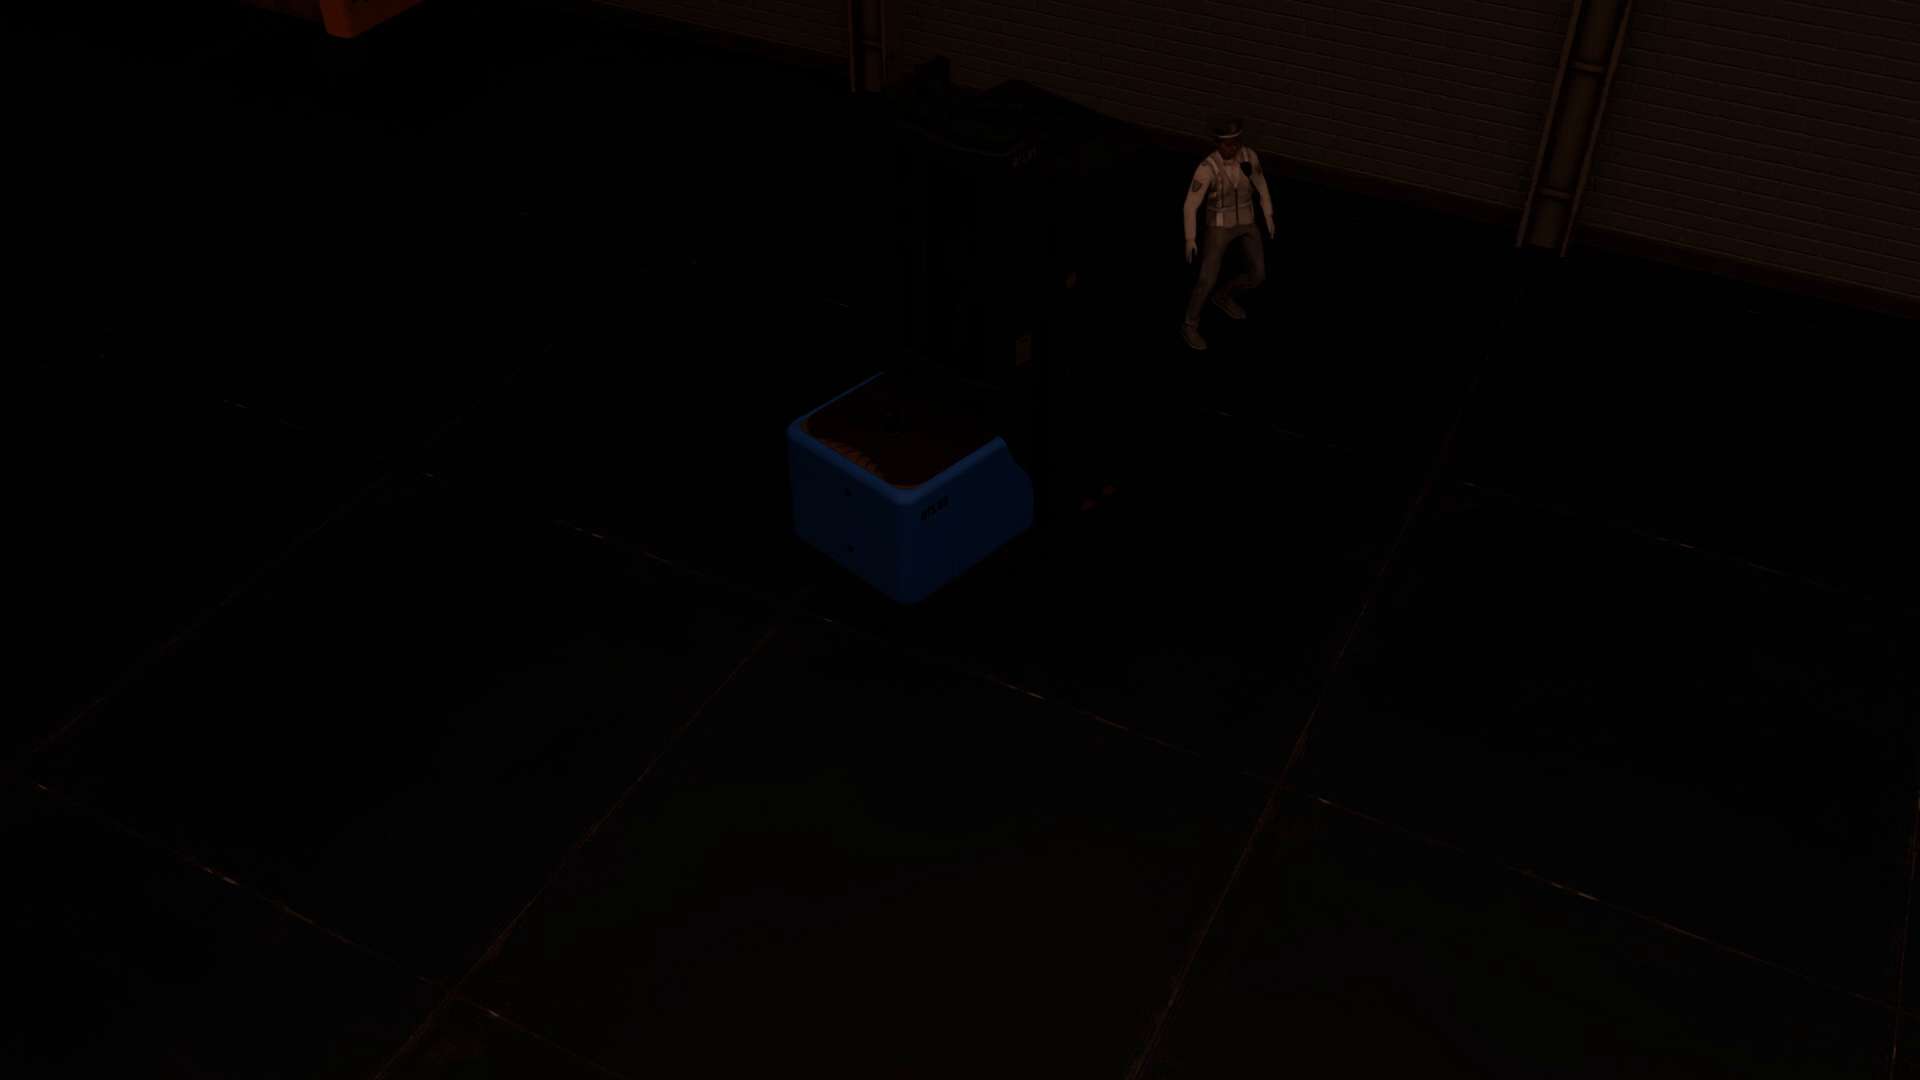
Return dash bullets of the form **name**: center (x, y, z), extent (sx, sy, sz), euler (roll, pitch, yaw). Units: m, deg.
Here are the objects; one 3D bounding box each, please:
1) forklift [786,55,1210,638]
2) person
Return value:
- **forklift**: center (0.384, -1.417, 9.669), extent (1.130, 2.935, 3.031), euler (32, 49, 32)
- **person**: center (1.852, -2.153, 11.584), extent (0.716, 1.582, 0.553), euler (-11, 41, -13)
